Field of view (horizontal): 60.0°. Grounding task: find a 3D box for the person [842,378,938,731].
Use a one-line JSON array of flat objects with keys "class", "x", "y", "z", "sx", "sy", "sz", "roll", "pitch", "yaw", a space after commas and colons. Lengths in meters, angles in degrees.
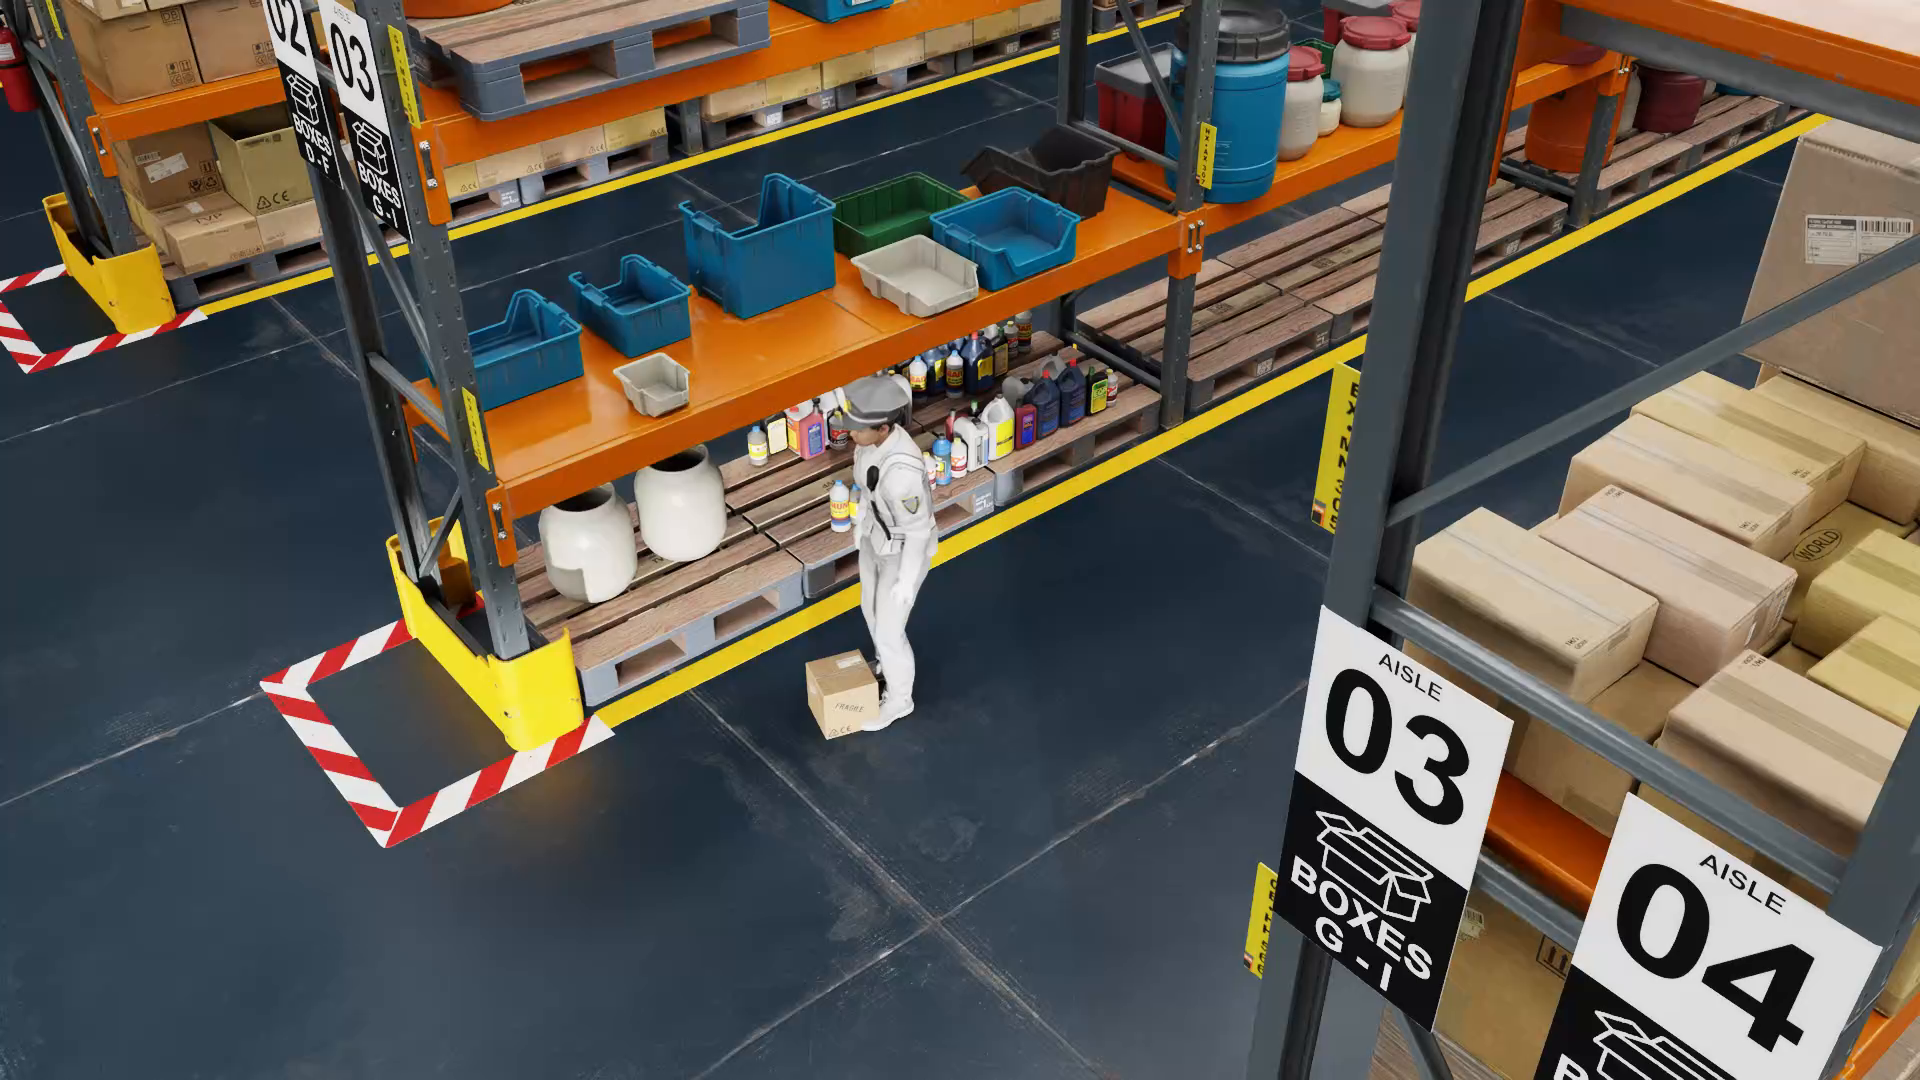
[{"class": "person", "x": -0.314, "y": 0.056, "z": 6.997, "sx": 0.414, "sy": 1.663, "sz": 0.532, "roll": -15, "pitch": 39, "yaw": -19}]
